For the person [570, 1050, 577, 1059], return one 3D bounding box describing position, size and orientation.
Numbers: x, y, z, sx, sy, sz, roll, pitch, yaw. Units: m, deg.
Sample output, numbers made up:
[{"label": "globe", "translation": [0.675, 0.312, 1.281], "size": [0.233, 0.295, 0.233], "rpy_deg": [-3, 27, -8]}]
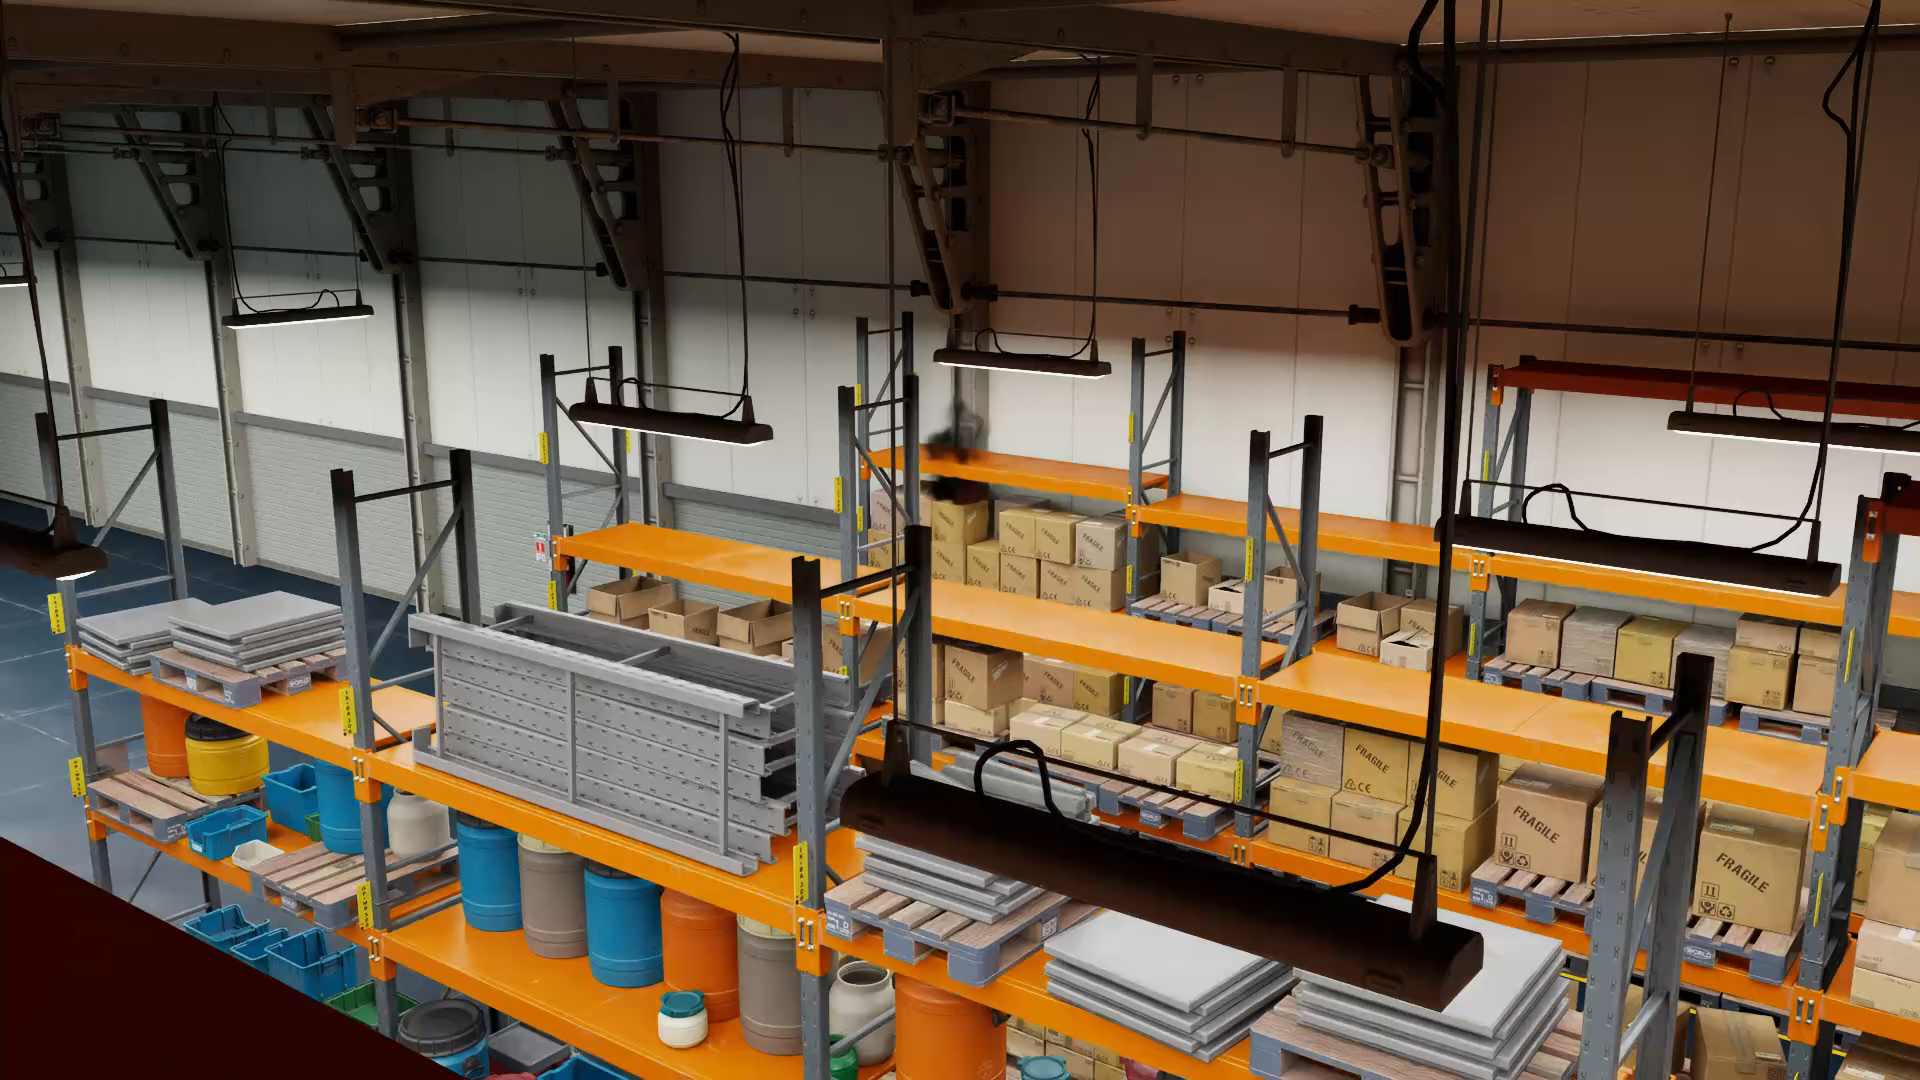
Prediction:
[{"label": "person", "translation": [-3.497, 4.081, 14.164], "size": [0.825, 1.573, 0.551], "rpy_deg": [7, 15, 27]}]
